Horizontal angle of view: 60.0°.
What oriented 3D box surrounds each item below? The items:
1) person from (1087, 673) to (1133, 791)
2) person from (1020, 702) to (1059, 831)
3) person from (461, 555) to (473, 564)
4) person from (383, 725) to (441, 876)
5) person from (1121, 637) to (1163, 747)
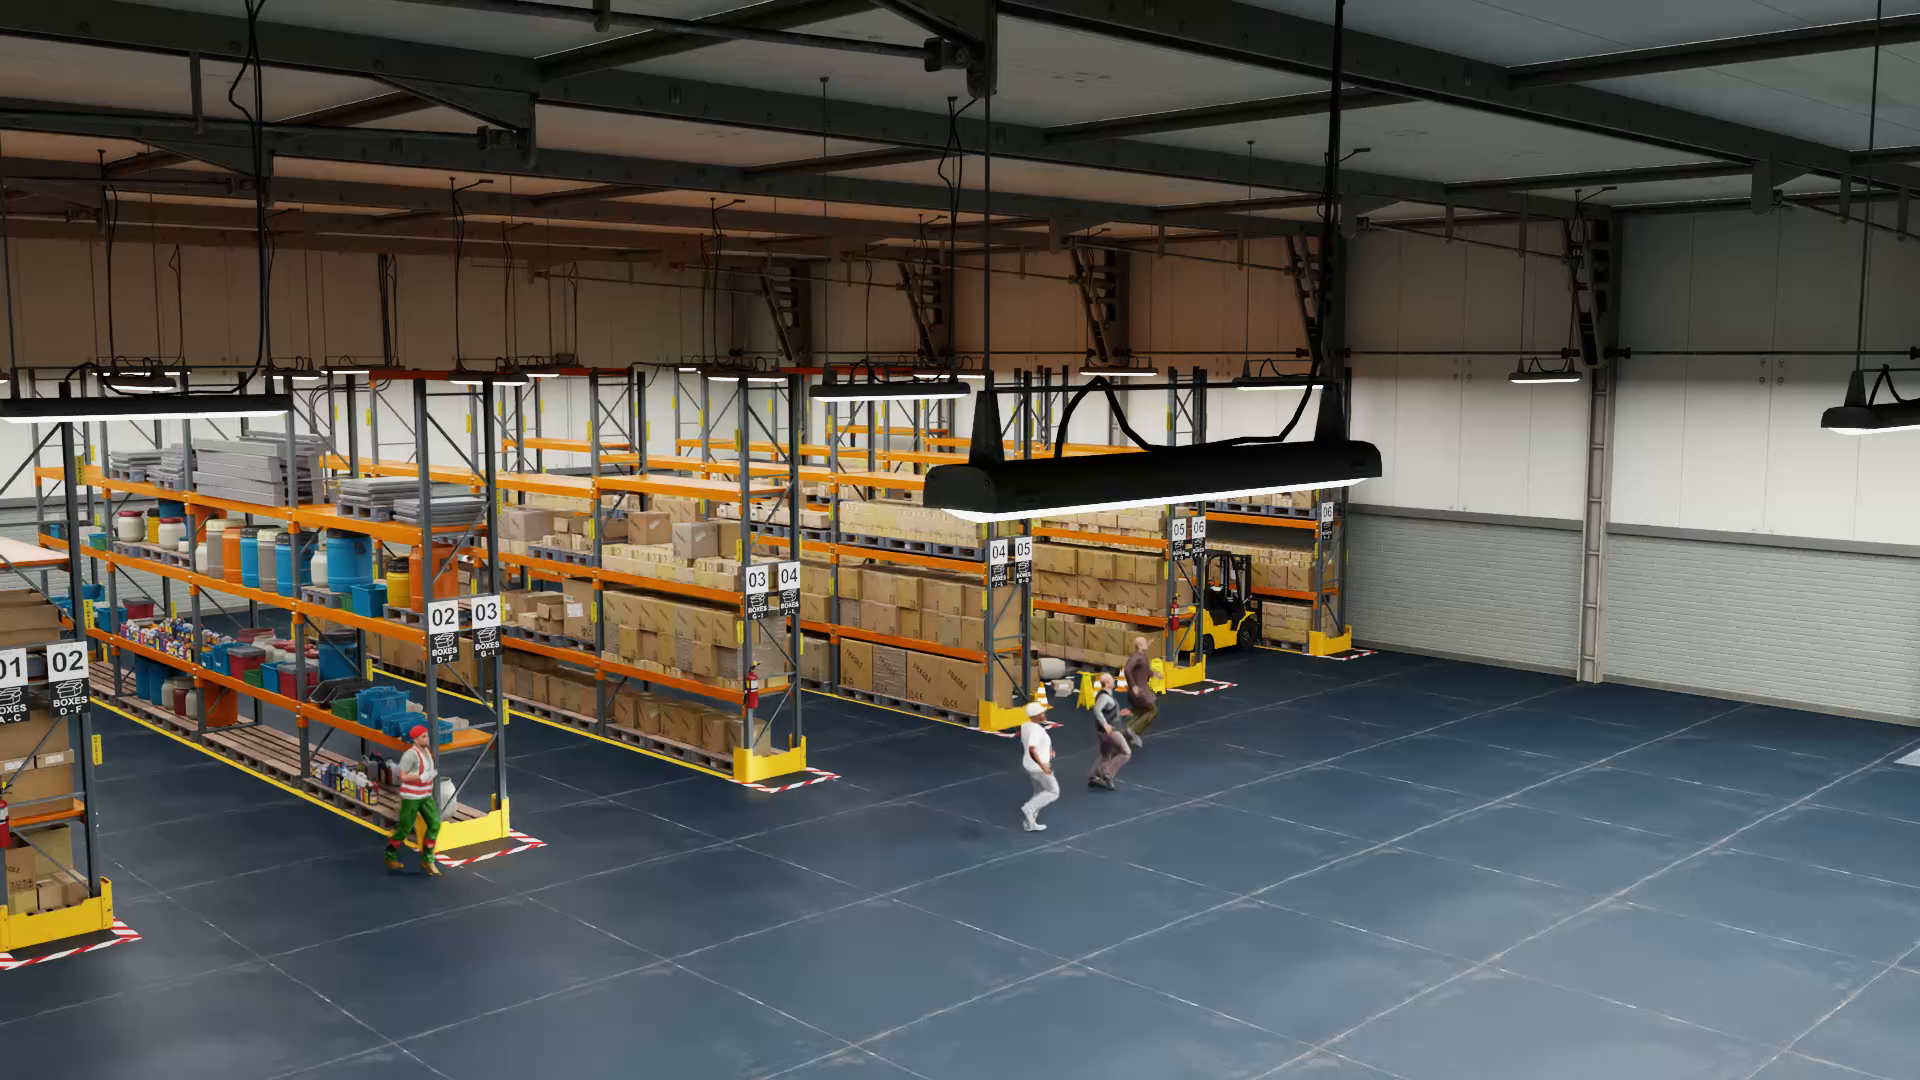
[{"bbox_3d":[2.174,2.769,24.036,0.672,1.699,0.639,-1,6,-7],"label":"person"},{"bbox_3d":[1.046,2.996,22.001,0.576,1.720,0.698,-2,7,-19],"label":"person"},{"bbox_3d":[-11.719,0.998,39.740,0.750,1.743,0.848,3,7,23],"label":"person"},{"bbox_3d":[-6.633,3.168,20.285,0.765,1.845,0.652,2,7,18],"label":"person"},{"bbox_3d":[2.920,2.478,26.803,0.722,1.683,0.709,0,6,2],"label":"person"}]
